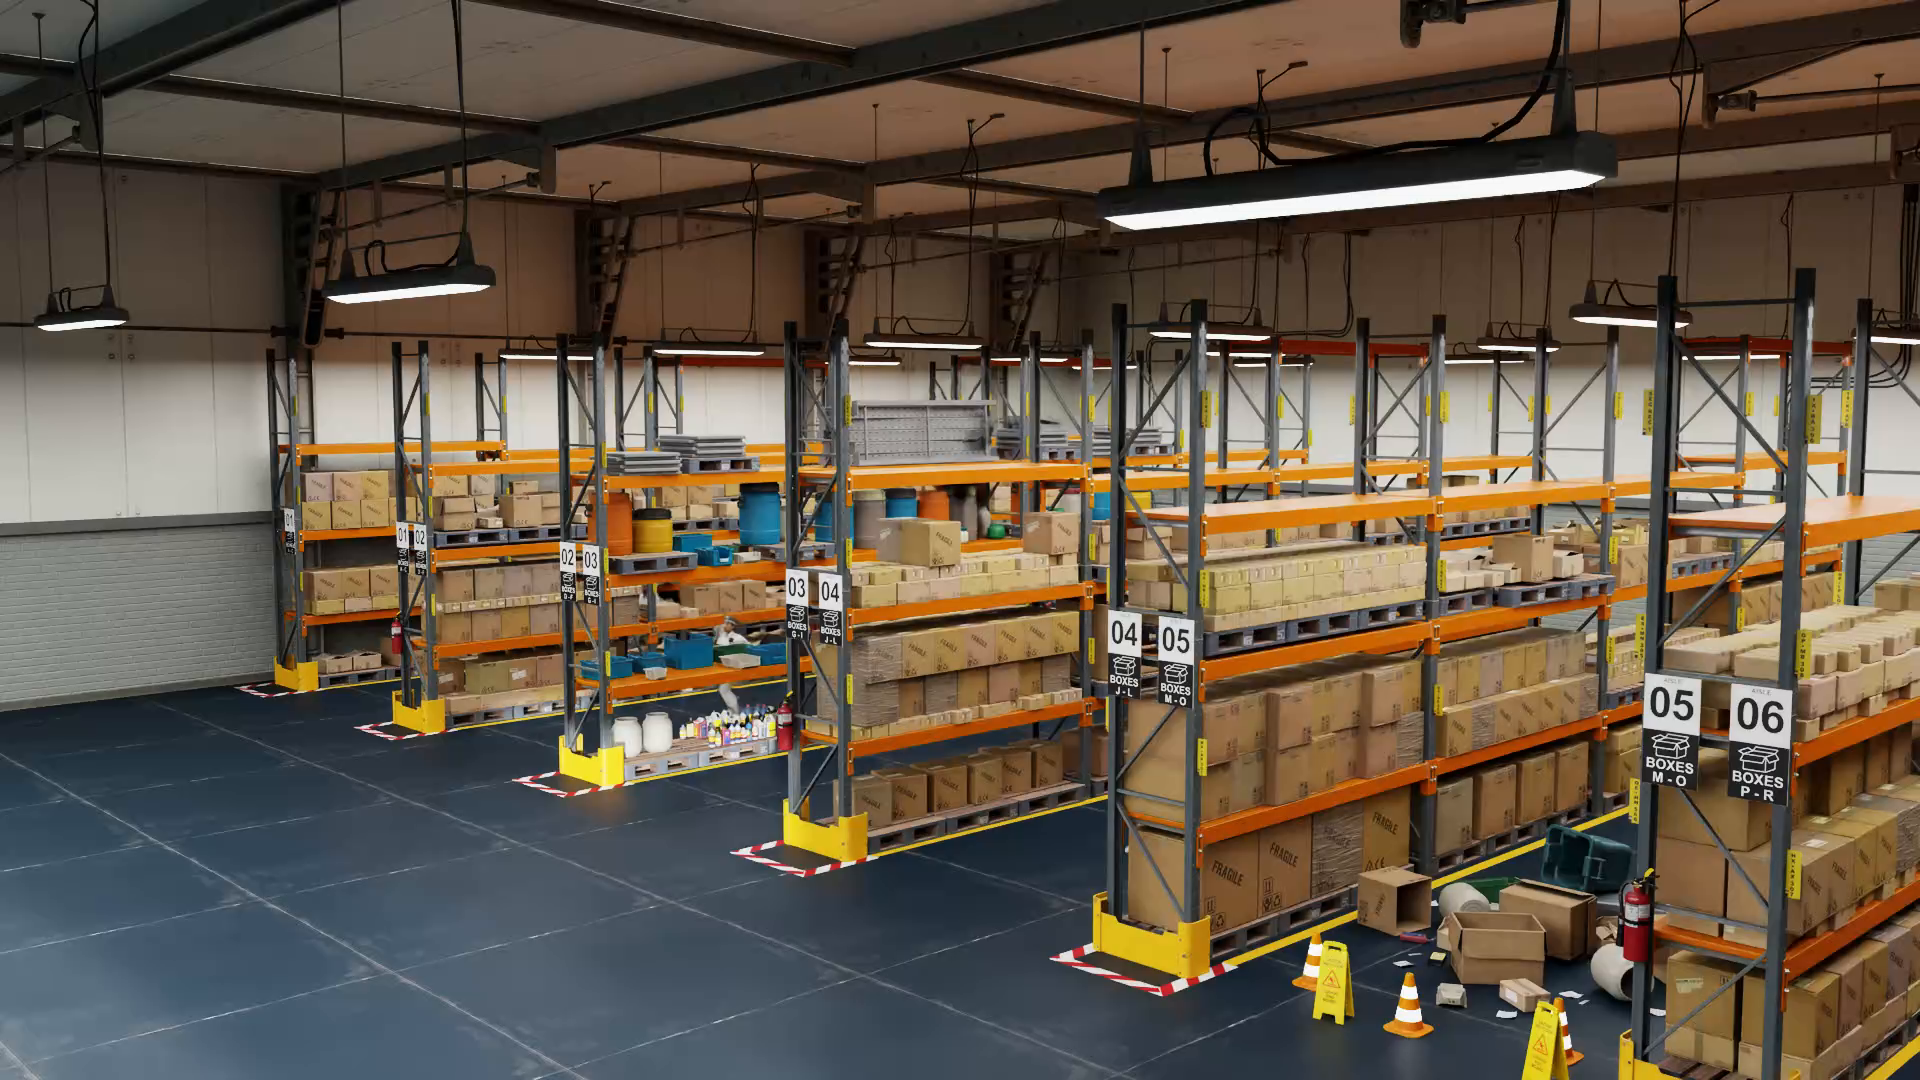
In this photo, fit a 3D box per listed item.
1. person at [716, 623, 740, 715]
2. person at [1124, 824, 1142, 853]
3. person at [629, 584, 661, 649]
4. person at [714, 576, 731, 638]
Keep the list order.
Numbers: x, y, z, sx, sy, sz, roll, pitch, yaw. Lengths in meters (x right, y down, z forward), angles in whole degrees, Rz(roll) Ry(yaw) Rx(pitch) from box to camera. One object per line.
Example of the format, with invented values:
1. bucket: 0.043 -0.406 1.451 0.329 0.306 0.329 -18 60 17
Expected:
1. person: -3.644 2.055 26.146 0.358 1.660 0.558 4 7 41
2. person: 2.267 2.617 18.965 0.703 1.795 0.981 4 7 41
3. person: -5.886 1.575 31.072 0.677 1.655 0.651 3 6 33
4. person: -4.623 1.466 32.656 0.623 1.740 0.538 3 6 34
